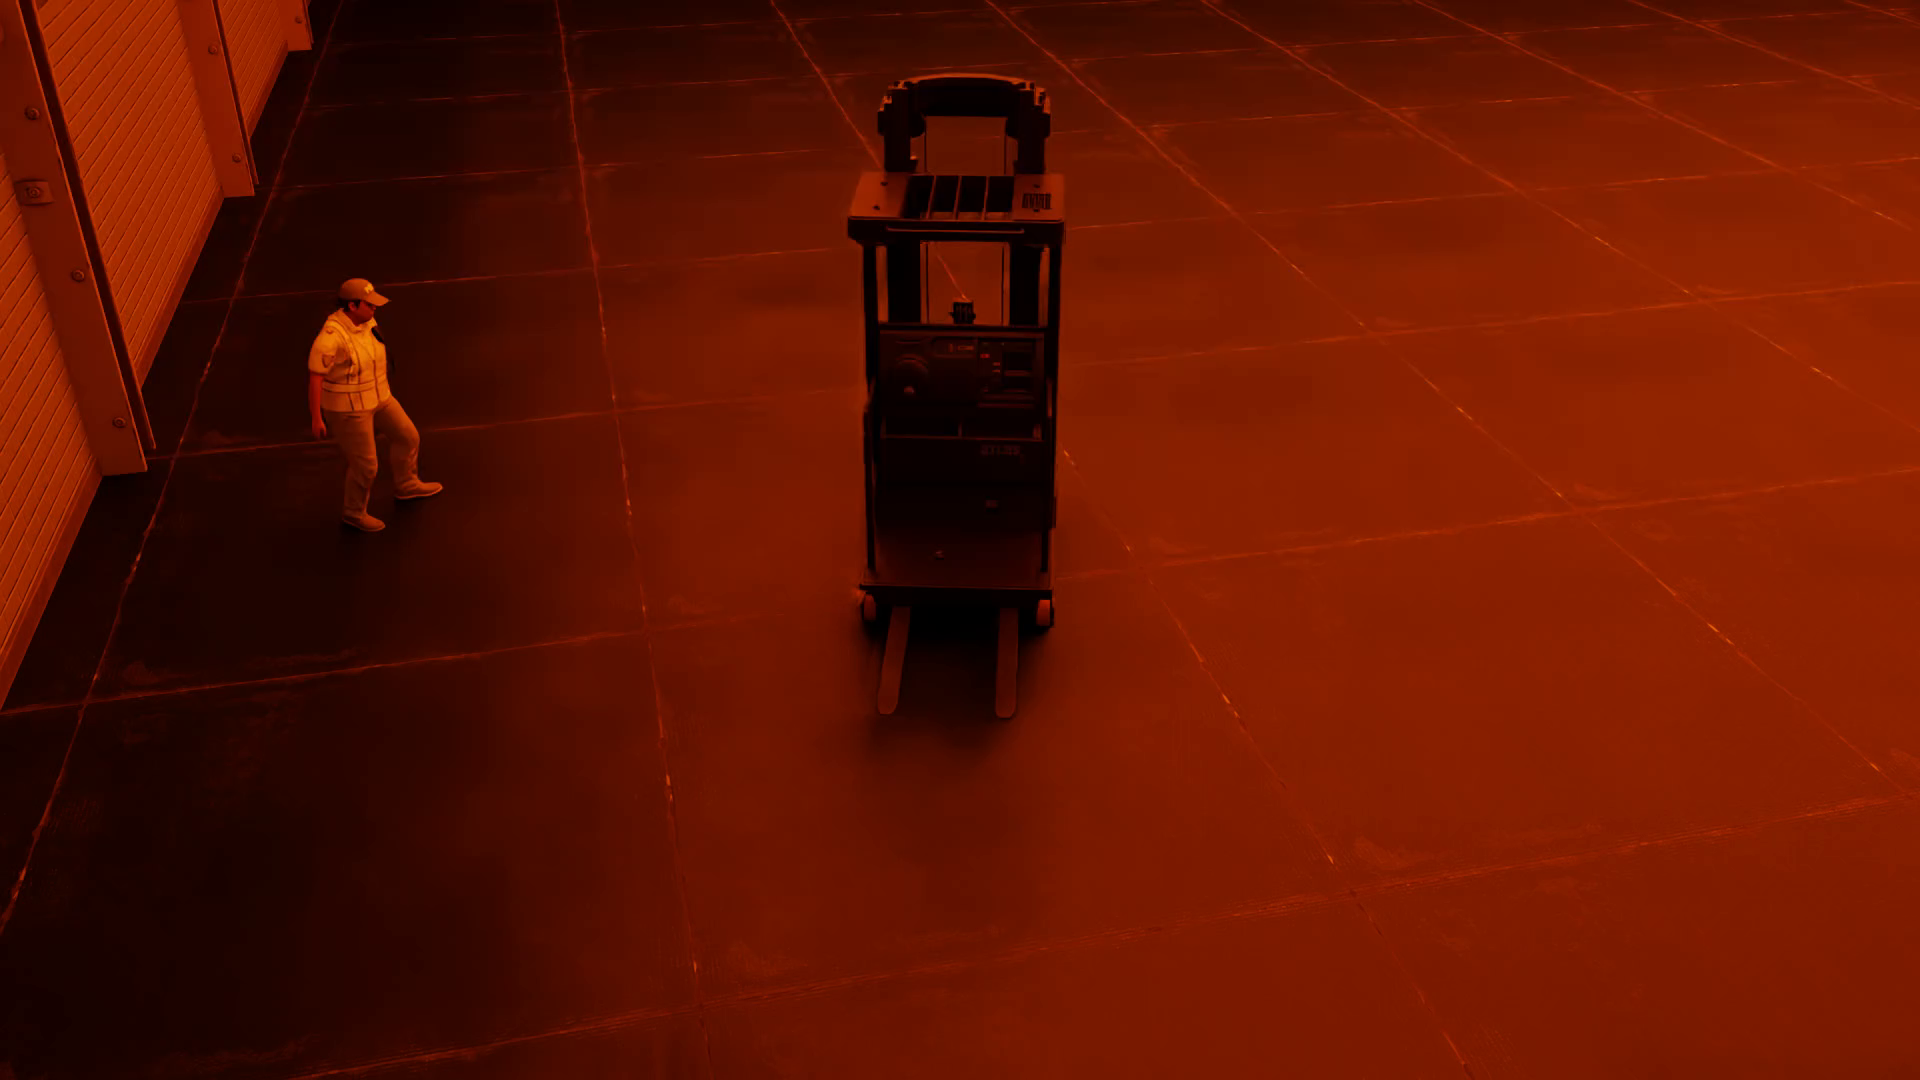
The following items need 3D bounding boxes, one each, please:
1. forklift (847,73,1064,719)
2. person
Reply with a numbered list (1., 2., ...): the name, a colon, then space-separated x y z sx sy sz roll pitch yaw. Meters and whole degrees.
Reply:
1. forklift: -0.001 -0.931 9.183 1.130 2.935 3.031 1 30 3
2. person: -3.690 -0.861 10.378 0.468 1.635 0.822 10 31 16
